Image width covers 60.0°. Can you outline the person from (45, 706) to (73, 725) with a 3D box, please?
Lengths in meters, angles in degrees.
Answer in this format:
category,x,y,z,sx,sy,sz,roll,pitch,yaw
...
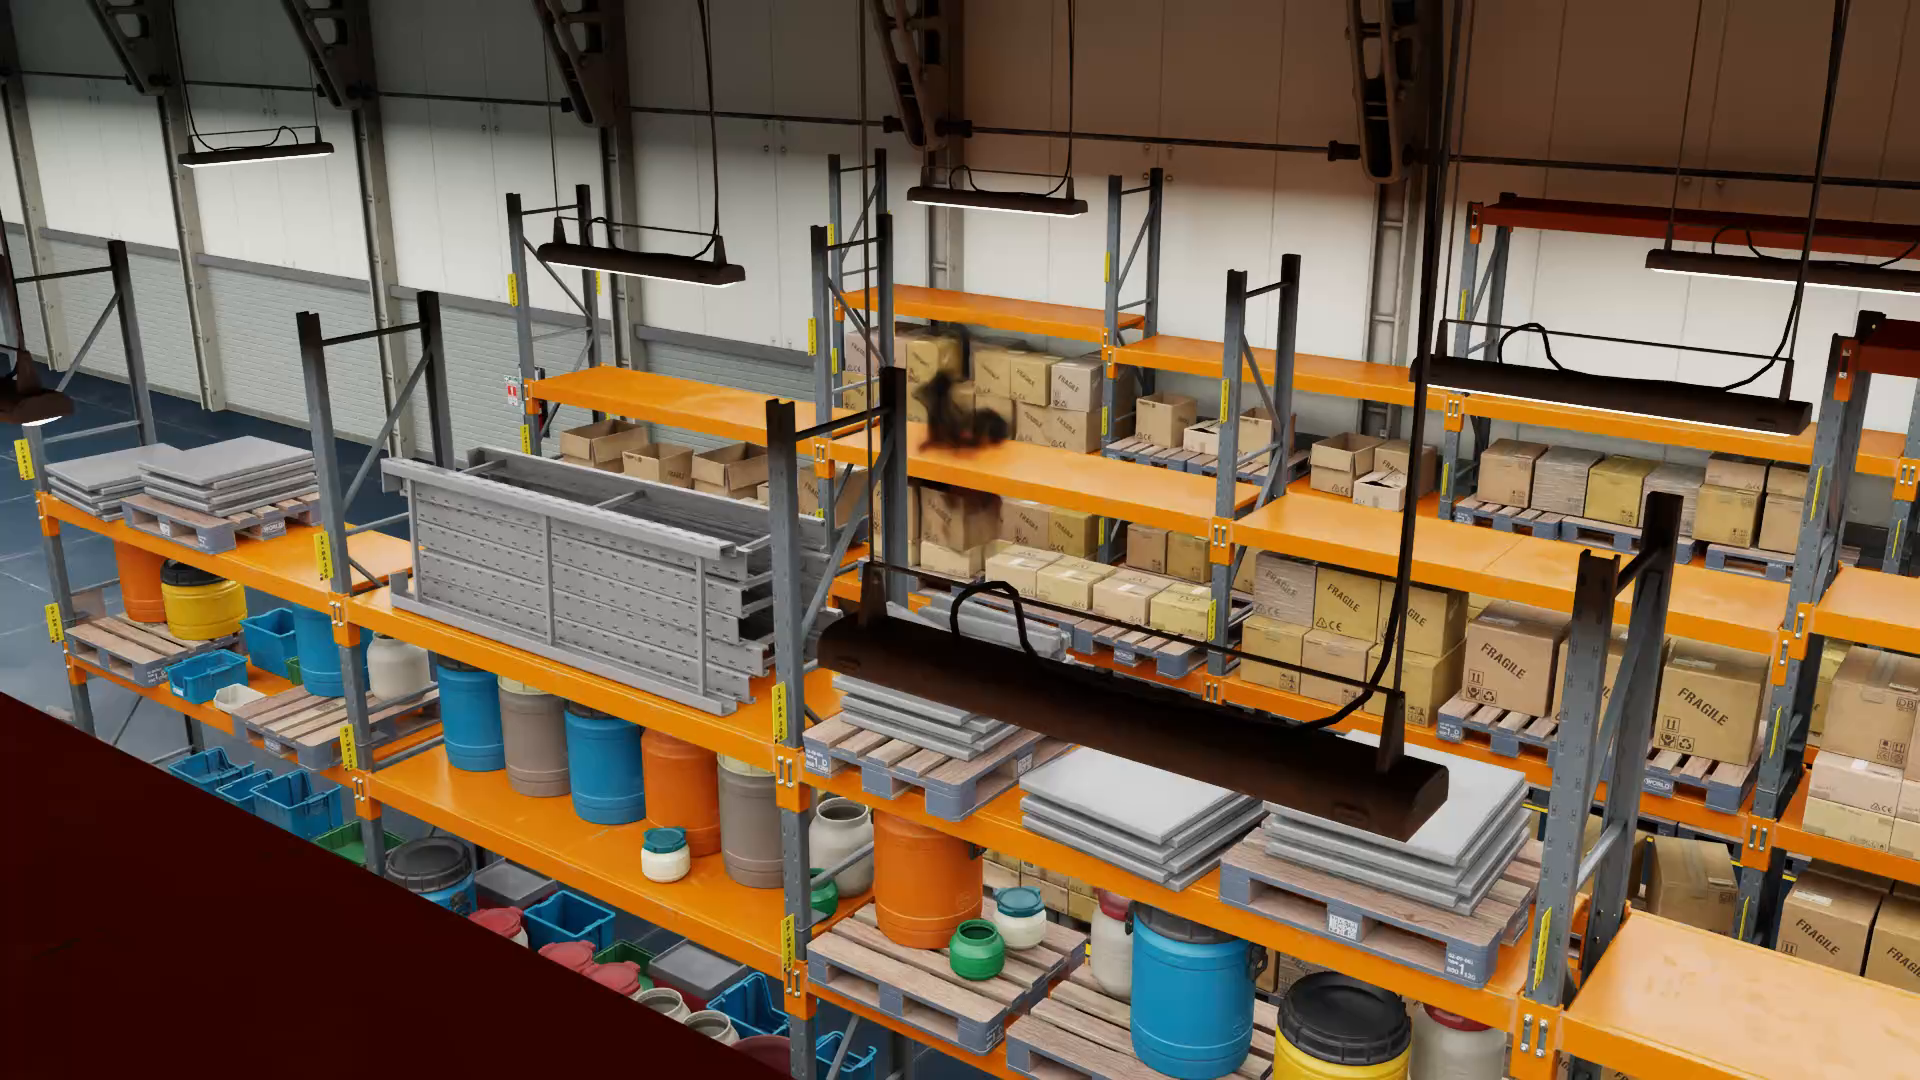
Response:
category,x,y,z,sx,sy,sz,roll,pitch,yaw
person,-8.399,2.306,15.683,0.586,1.649,0.643,-6,19,-16
